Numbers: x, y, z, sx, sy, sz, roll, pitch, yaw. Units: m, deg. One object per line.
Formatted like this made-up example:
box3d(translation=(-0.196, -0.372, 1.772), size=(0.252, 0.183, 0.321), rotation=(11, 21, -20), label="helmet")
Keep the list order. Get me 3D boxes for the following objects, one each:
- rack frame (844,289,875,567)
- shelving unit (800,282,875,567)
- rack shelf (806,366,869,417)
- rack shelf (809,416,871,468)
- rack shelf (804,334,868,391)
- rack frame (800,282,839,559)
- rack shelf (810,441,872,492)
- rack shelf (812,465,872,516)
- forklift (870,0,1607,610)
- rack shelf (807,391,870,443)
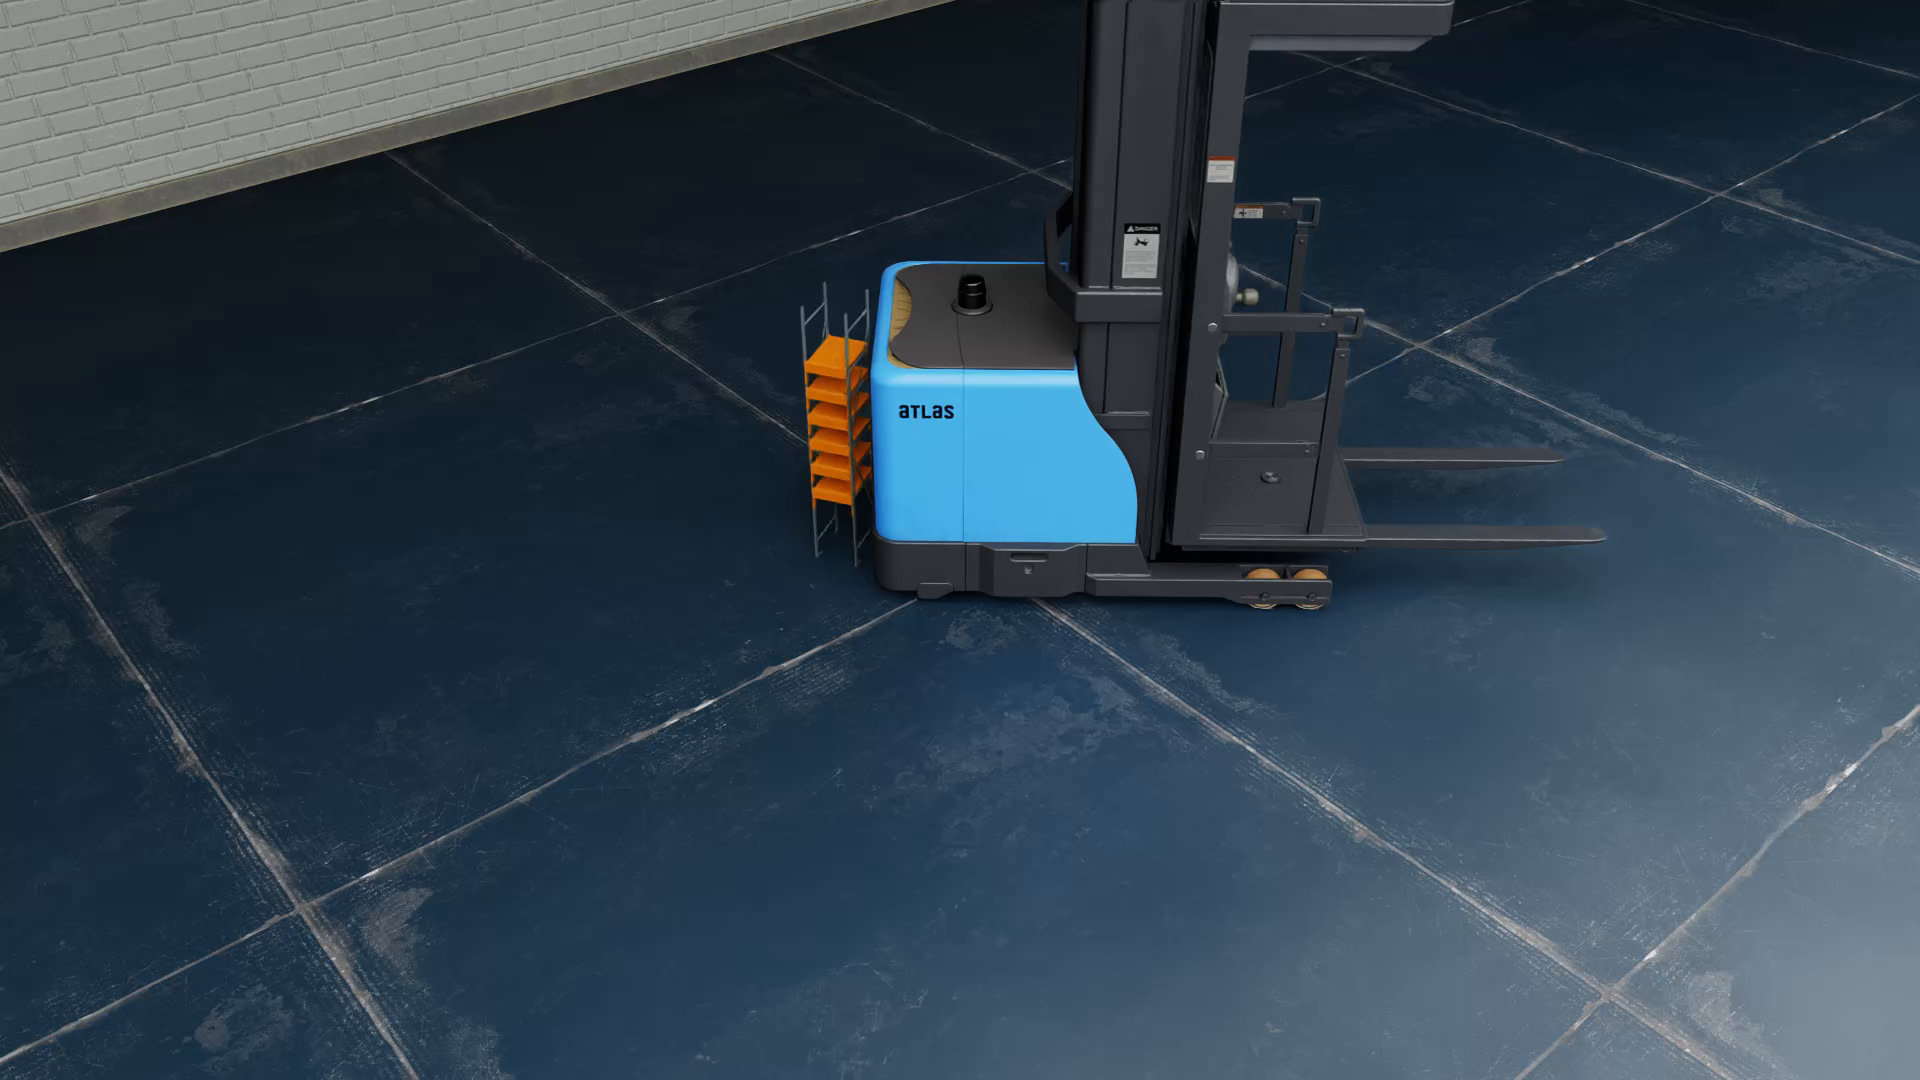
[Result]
box3d(translation=(-0.405, -0.439, 6.832), size=(0.006, 1.200, 0.240), rotation=(12, 37, 16), label="rack frame")
box3d(translation=(-0.491, -0.457, 6.857), size=(0.189, 1.200, 0.258), rotation=(12, 37, 16), label="shelving unit")
box3d(translation=(-0.491, -0.617, 6.744), size=(0.180, 0.103, 0.258), rotation=(12, 37, 16), label="rack shelf")
box3d(translation=(-0.491, -0.421, 6.883), size=(0.180, 0.103, 0.258), rotation=(12, 37, 16), label="rack shelf")
box3d(translation=(-0.491, -0.715, 6.675), size=(0.180, 0.103, 0.258), rotation=(12, 37, 16), label="rack shelf")
box3d(translation=(-0.577, -0.475, 6.882), size=(0.006, 1.200, 0.240), rotation=(12, 37, 16), label="rack frame")
box3d(translation=(-0.491, -0.323, 6.952), size=(0.180, 0.103, 0.258), rotation=(12, 37, 16), label="rack shelf")
box3d(translation=(-0.491, -0.225, 7.022), size=(0.180, 0.103, 0.258), rotation=(12, 37, 16), label="rack shelf")
box3d(translation=(1.164, -1.221, 6.438), size=(3.031, 2.935, 1.130), rotation=(0, 35, 1), label="forklift")
box3d(translation=(-0.491, -0.519, 6.814), size=(0.180, 0.103, 0.258), rotation=(12, 37, 16), label="rack shelf")
